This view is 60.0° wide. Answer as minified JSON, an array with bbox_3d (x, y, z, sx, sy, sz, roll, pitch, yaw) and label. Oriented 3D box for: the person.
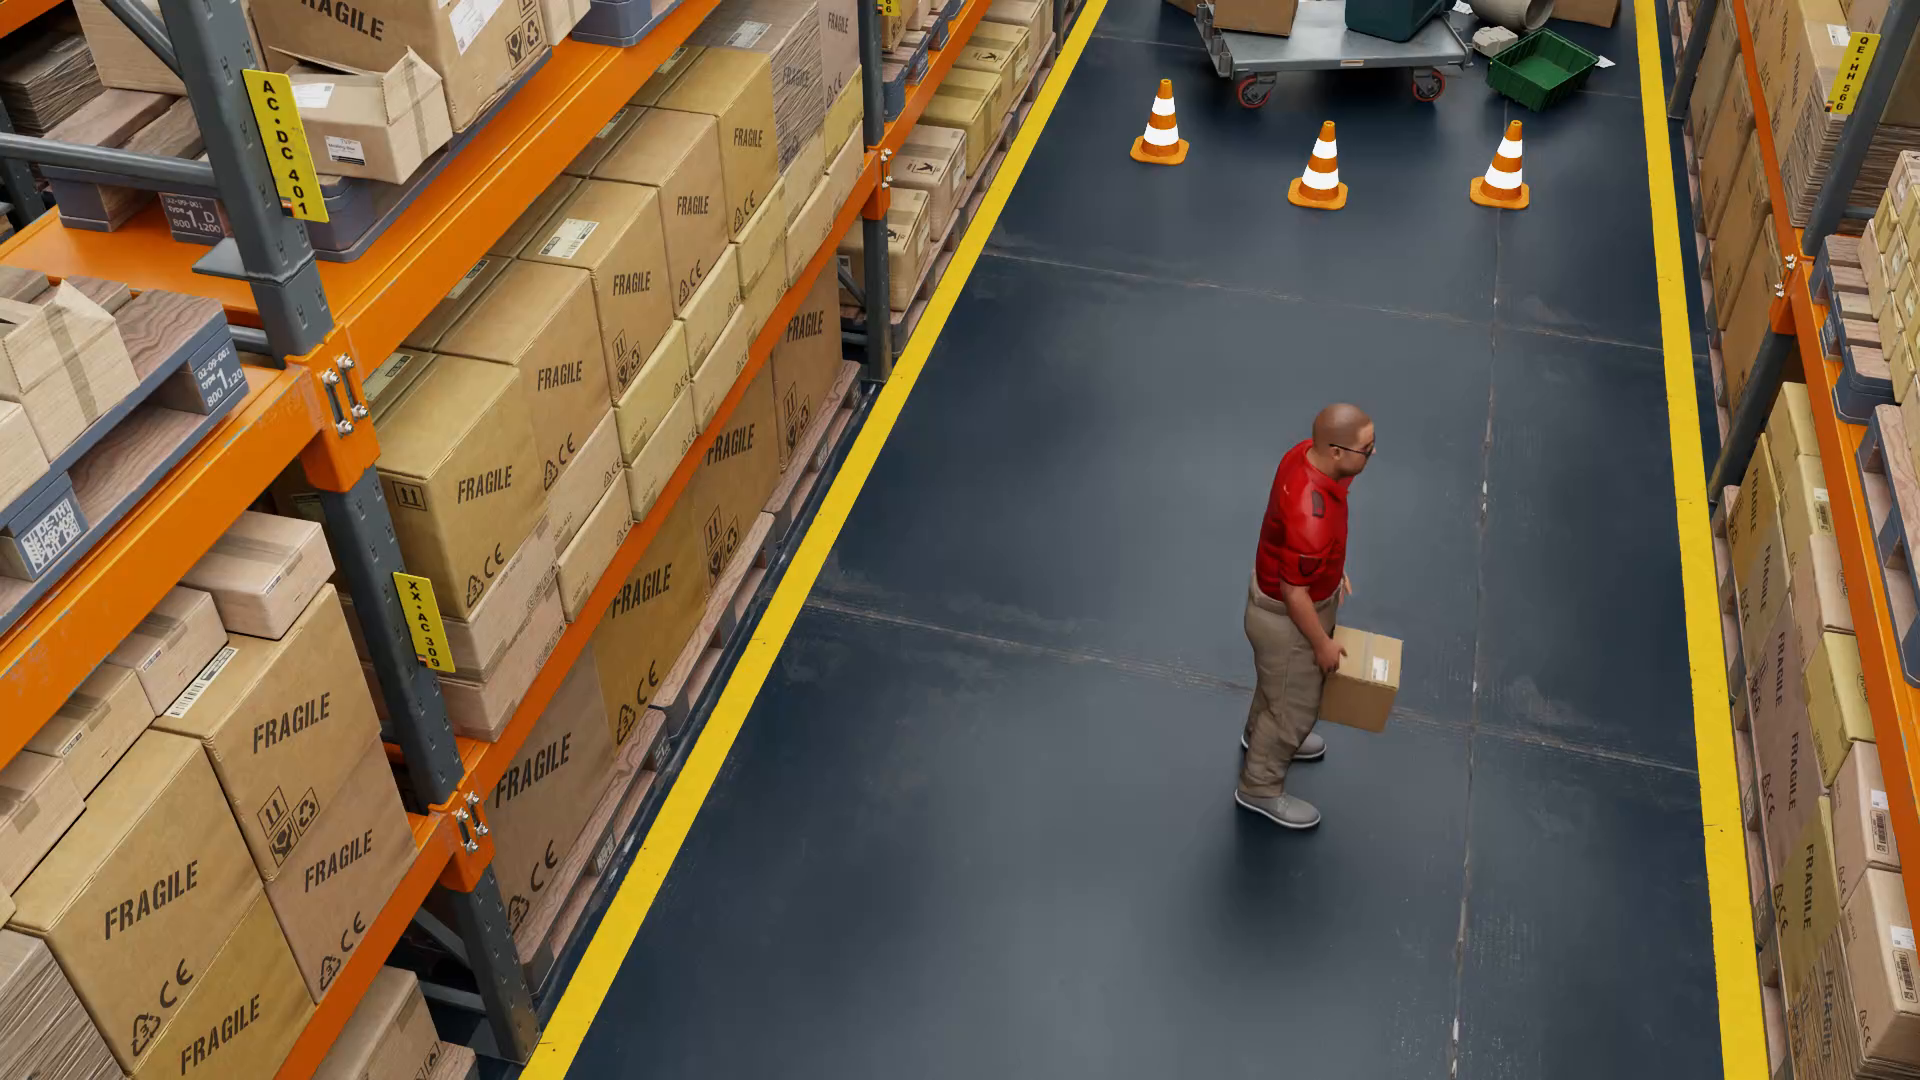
[{"bbox_3d":[1.213,0.240,5.886,0.392,1.731,0.558,9,42,10],"label":"person"}]
